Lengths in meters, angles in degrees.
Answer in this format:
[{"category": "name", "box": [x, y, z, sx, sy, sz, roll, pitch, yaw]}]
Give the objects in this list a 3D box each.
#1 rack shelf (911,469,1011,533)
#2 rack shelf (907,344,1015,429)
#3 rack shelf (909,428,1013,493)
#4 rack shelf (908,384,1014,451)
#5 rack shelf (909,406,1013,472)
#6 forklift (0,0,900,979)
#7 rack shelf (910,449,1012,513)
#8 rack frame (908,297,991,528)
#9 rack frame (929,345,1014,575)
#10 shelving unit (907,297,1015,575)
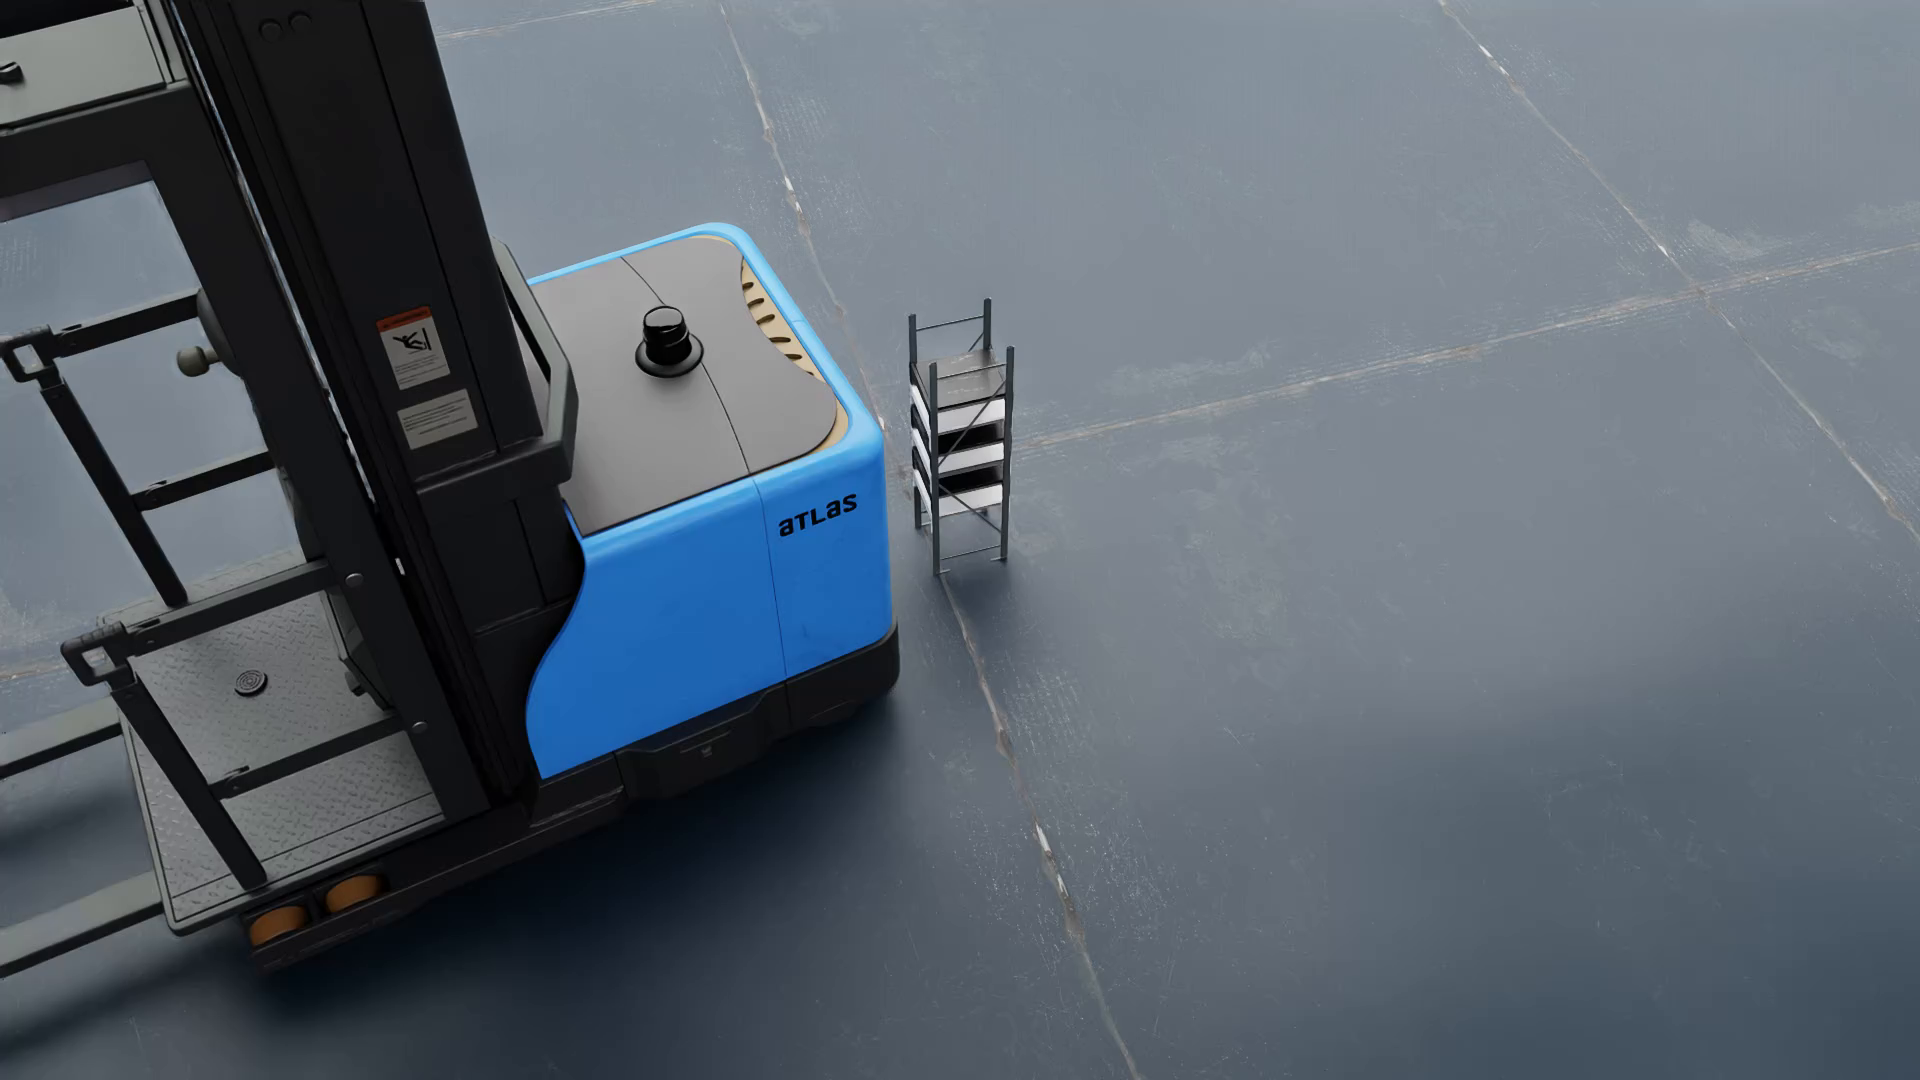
[{"category": "rack shelf", "box": [0.002, -0.147, 5.064, 0.258, 0.077, 0.200, -13, 51, -11]}, {"category": "rack shelf", "box": [0.002, -0.437, 4.720, 0.258, 0.077, 0.200, -13, 51, -11]}, {"category": "rack shelf", "box": [0.002, -0.263, 4.926, 0.258, 0.077, 0.200, -13, 51, -11]}, {"category": "rack shelf", "box": [0.002, -0.379, 4.789, 0.258, 0.077, 0.200, -13, 51, -11]}, {"category": "rack shelf", "box": [0.002, -0.321, 4.858, 0.258, 0.077, 0.200, -13, 51, -11]}, {"category": "forklift", "box": [-1.723, -0.307, 3.592, 3.031, 2.935, 1.130, -22, 53, -17]}, {"category": "rack shelf", "box": [0.002, -0.205, 4.995, 0.258, 0.077, 0.200, -13, 51, -11]}, {"category": "rack frame", "box": [-0.028, -0.358, 4.964, 0.240, 0.900, 0.006, -13, 51, -11]}, {"category": "rack frame", "box": [0.032, -0.210, 4.838, 0.240, 0.900, 0.006, -13, 51, -11]}, {"category": "shelving unit", "box": [0.002, -0.284, 4.901, 0.258, 0.900, 0.210, -13, 51, -11]}]
